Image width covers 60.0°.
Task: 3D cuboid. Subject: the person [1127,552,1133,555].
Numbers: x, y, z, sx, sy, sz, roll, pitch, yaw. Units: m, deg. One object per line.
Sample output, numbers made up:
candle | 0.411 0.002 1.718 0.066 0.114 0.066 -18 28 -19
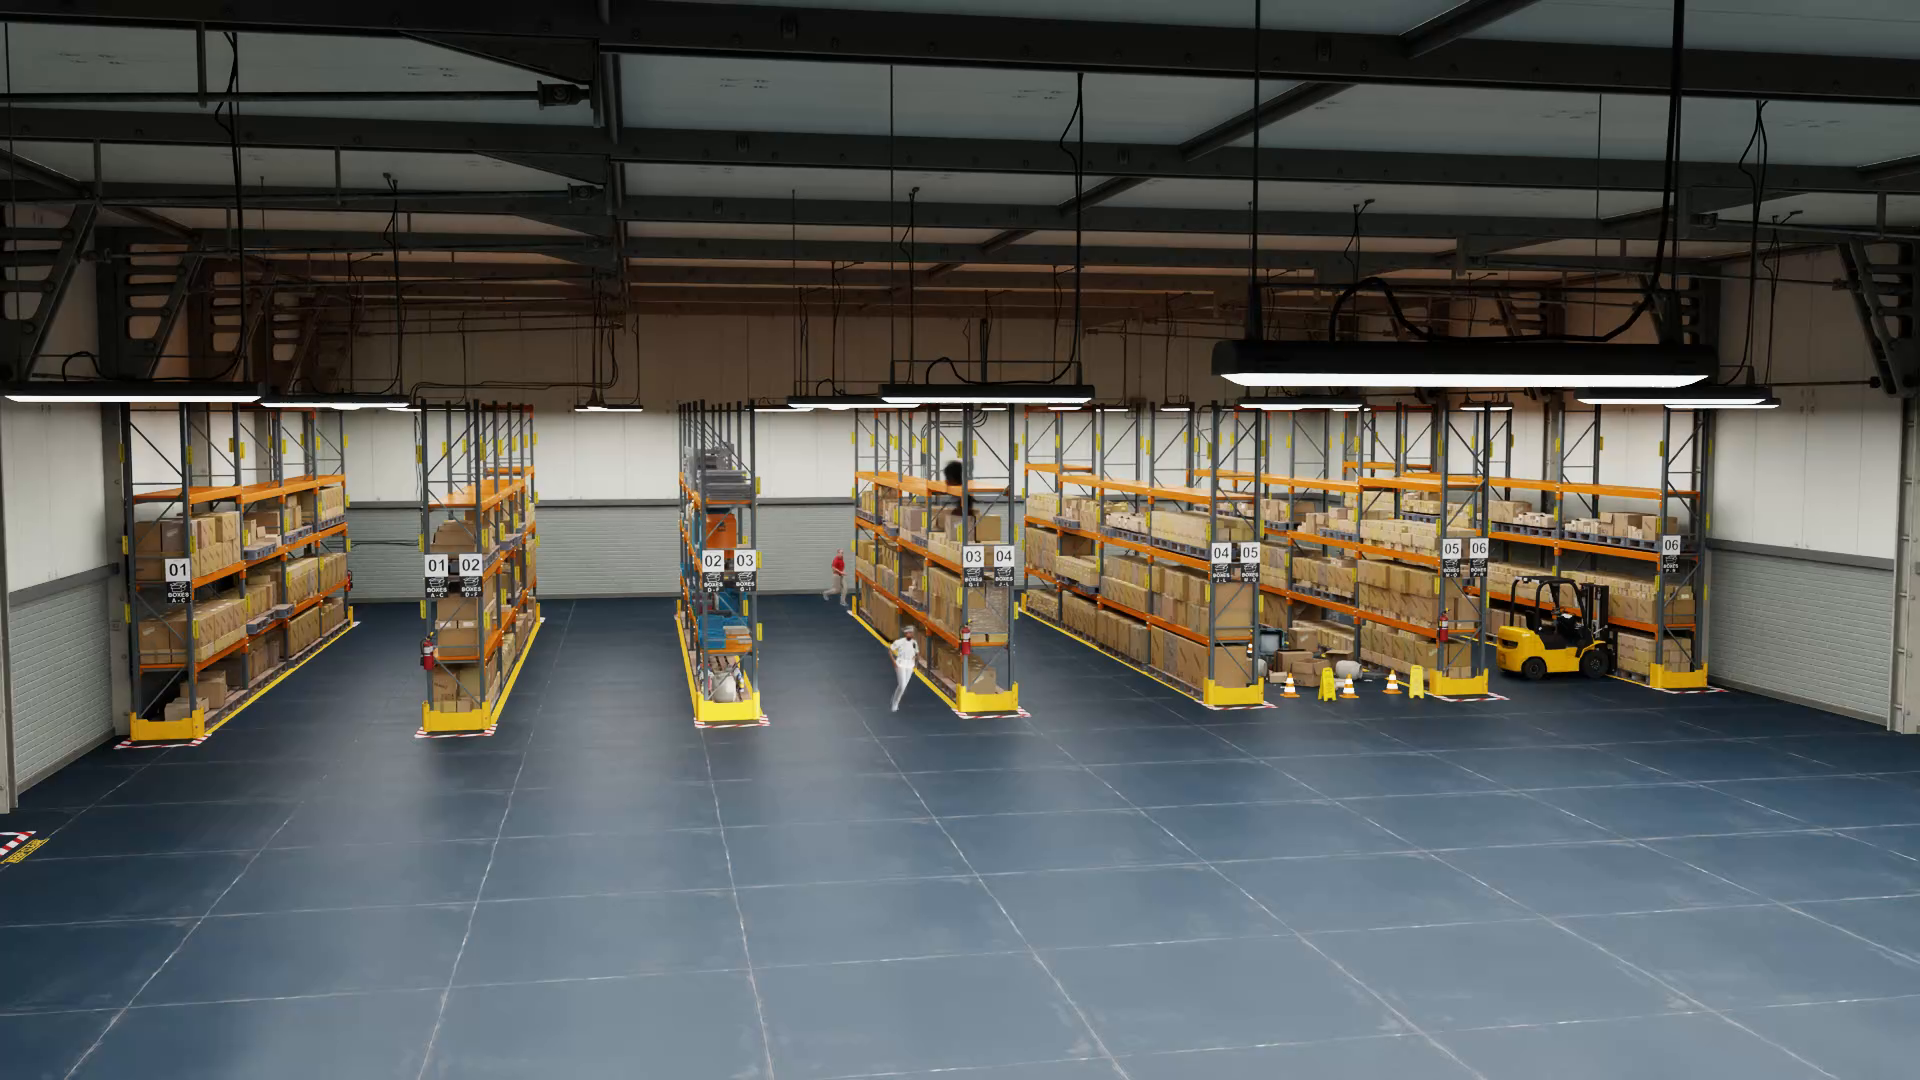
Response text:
person | 5.041 1.227 48.170 1.012 1.726 0.625 3 5 36

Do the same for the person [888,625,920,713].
person | -1.091 2.484 32.192 0.638 1.691 0.663 -2 5 -28

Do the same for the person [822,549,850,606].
person | -3.713 1.134 49.949 0.849 1.724 0.689 1 4 14

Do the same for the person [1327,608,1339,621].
person | 10.200 1.477 46.263 0.673 1.478 0.995 -3 5 -36
